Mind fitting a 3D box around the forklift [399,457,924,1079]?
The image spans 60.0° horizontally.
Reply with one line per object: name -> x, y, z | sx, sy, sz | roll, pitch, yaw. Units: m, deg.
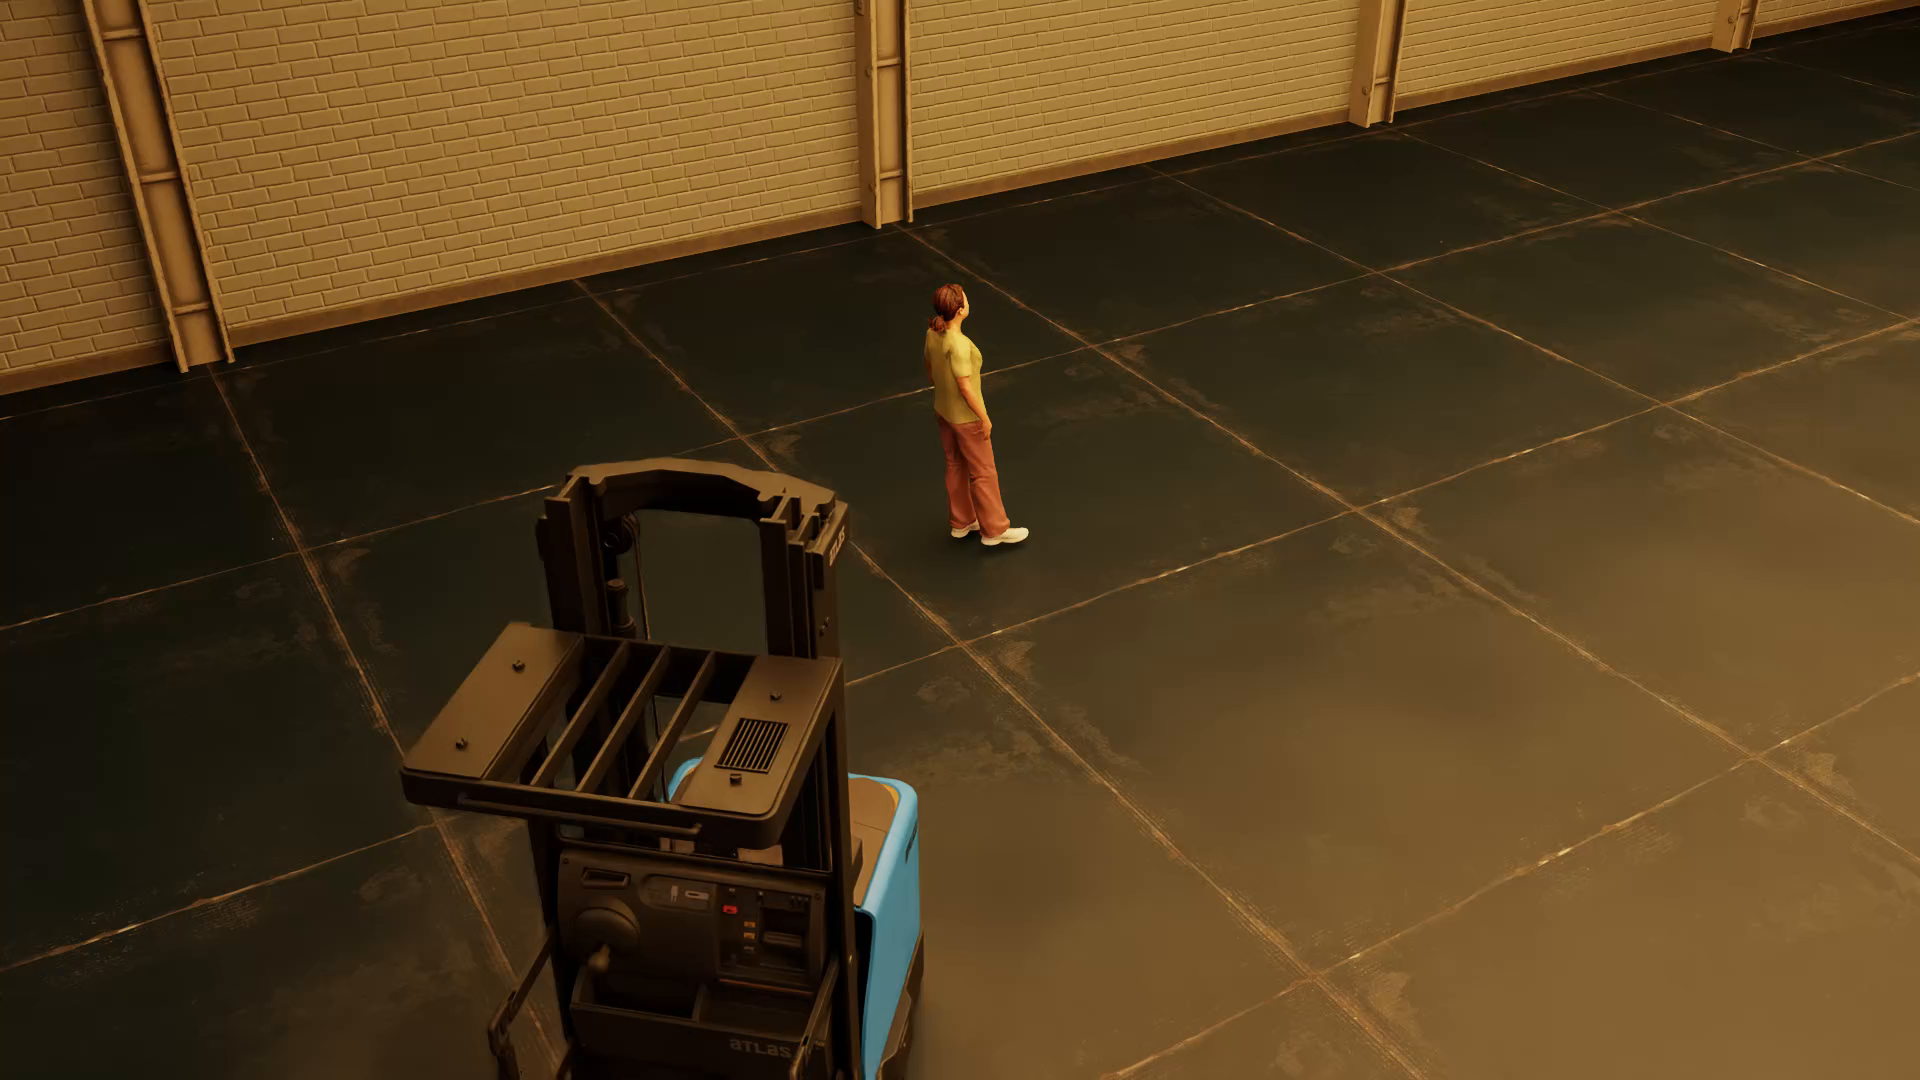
forklift -> -0.945, 1.341, 5.408 | 1.130, 2.935, 3.031 | 6, 31, 9

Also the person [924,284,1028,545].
person -> 0.069, -0.774, 10.069 | 0.548, 1.675, 0.552 | -17, 35, -26
